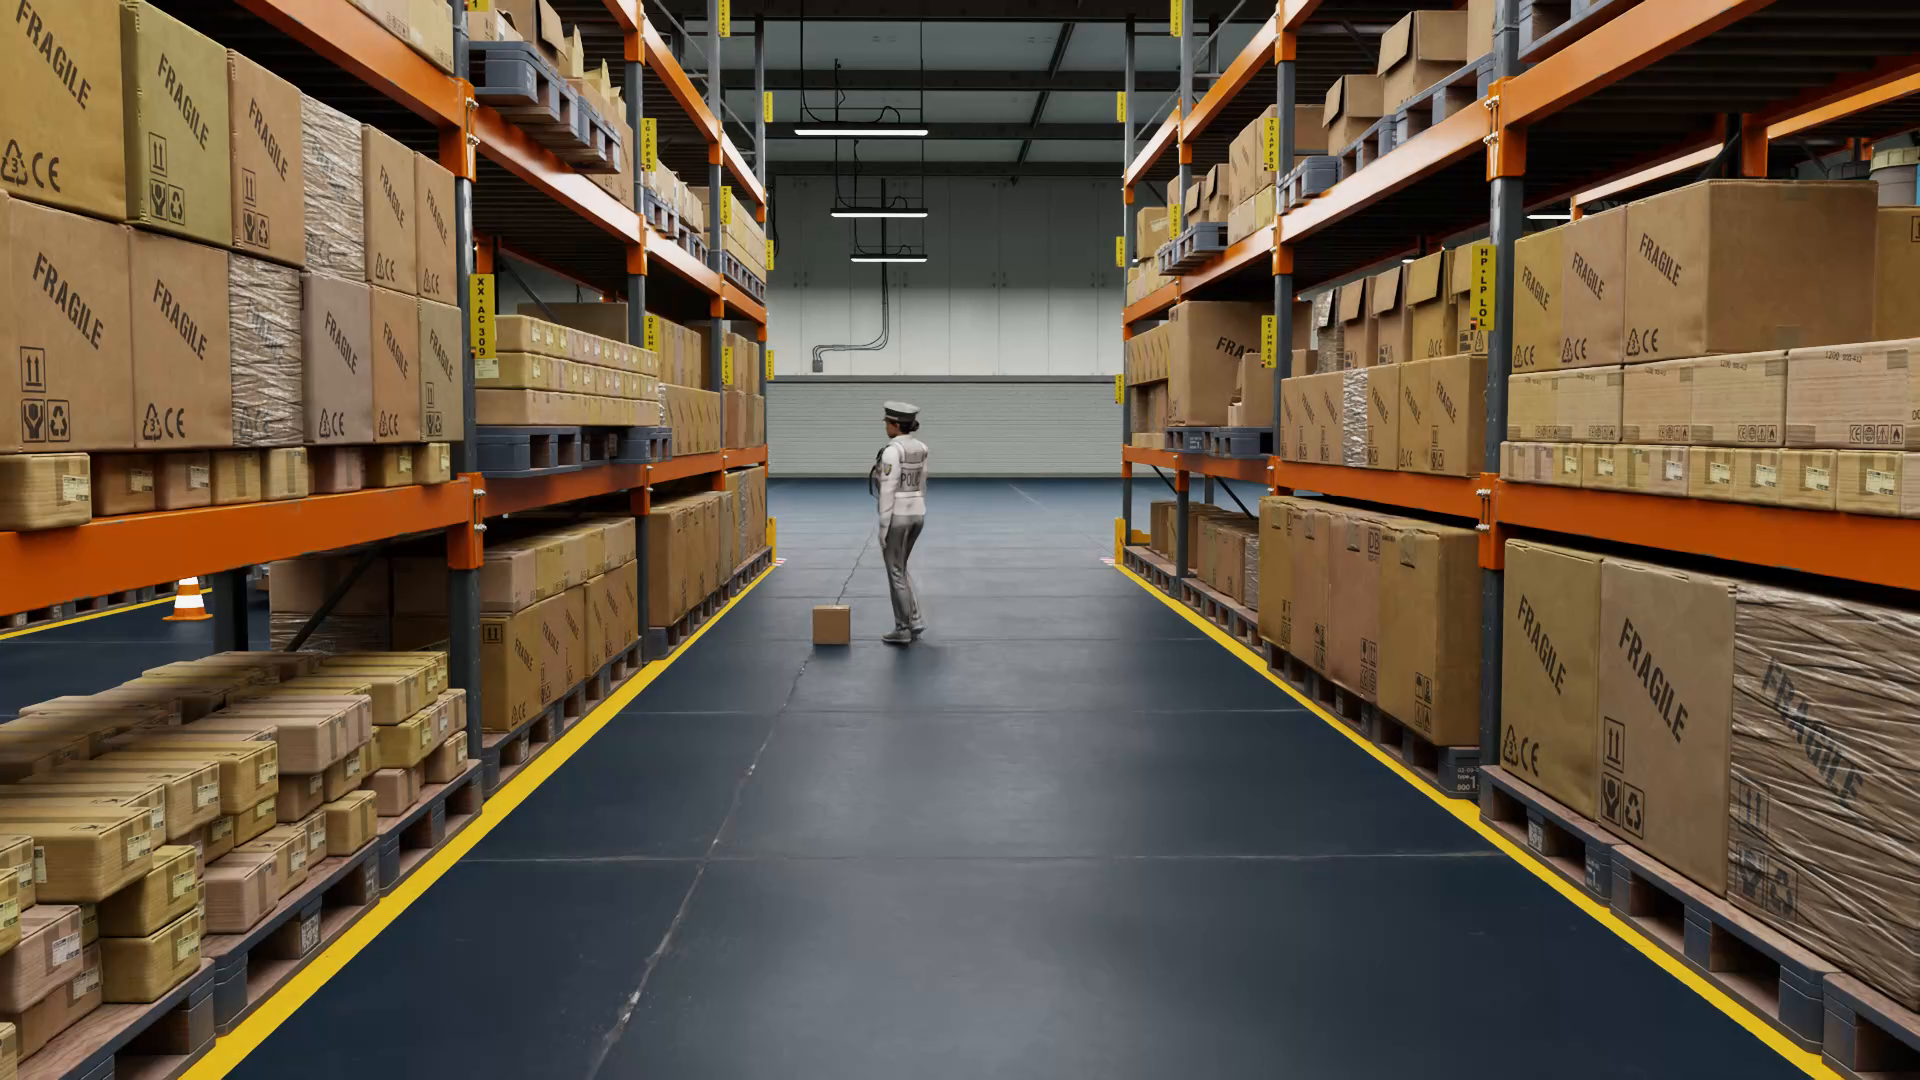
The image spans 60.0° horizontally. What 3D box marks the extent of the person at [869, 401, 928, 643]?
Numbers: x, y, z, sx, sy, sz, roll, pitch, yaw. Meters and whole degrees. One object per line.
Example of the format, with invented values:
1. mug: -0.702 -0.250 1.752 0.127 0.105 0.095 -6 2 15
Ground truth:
1. person: -0.429 -0.106 11.539 0.374 1.709 0.527 3 5 34
